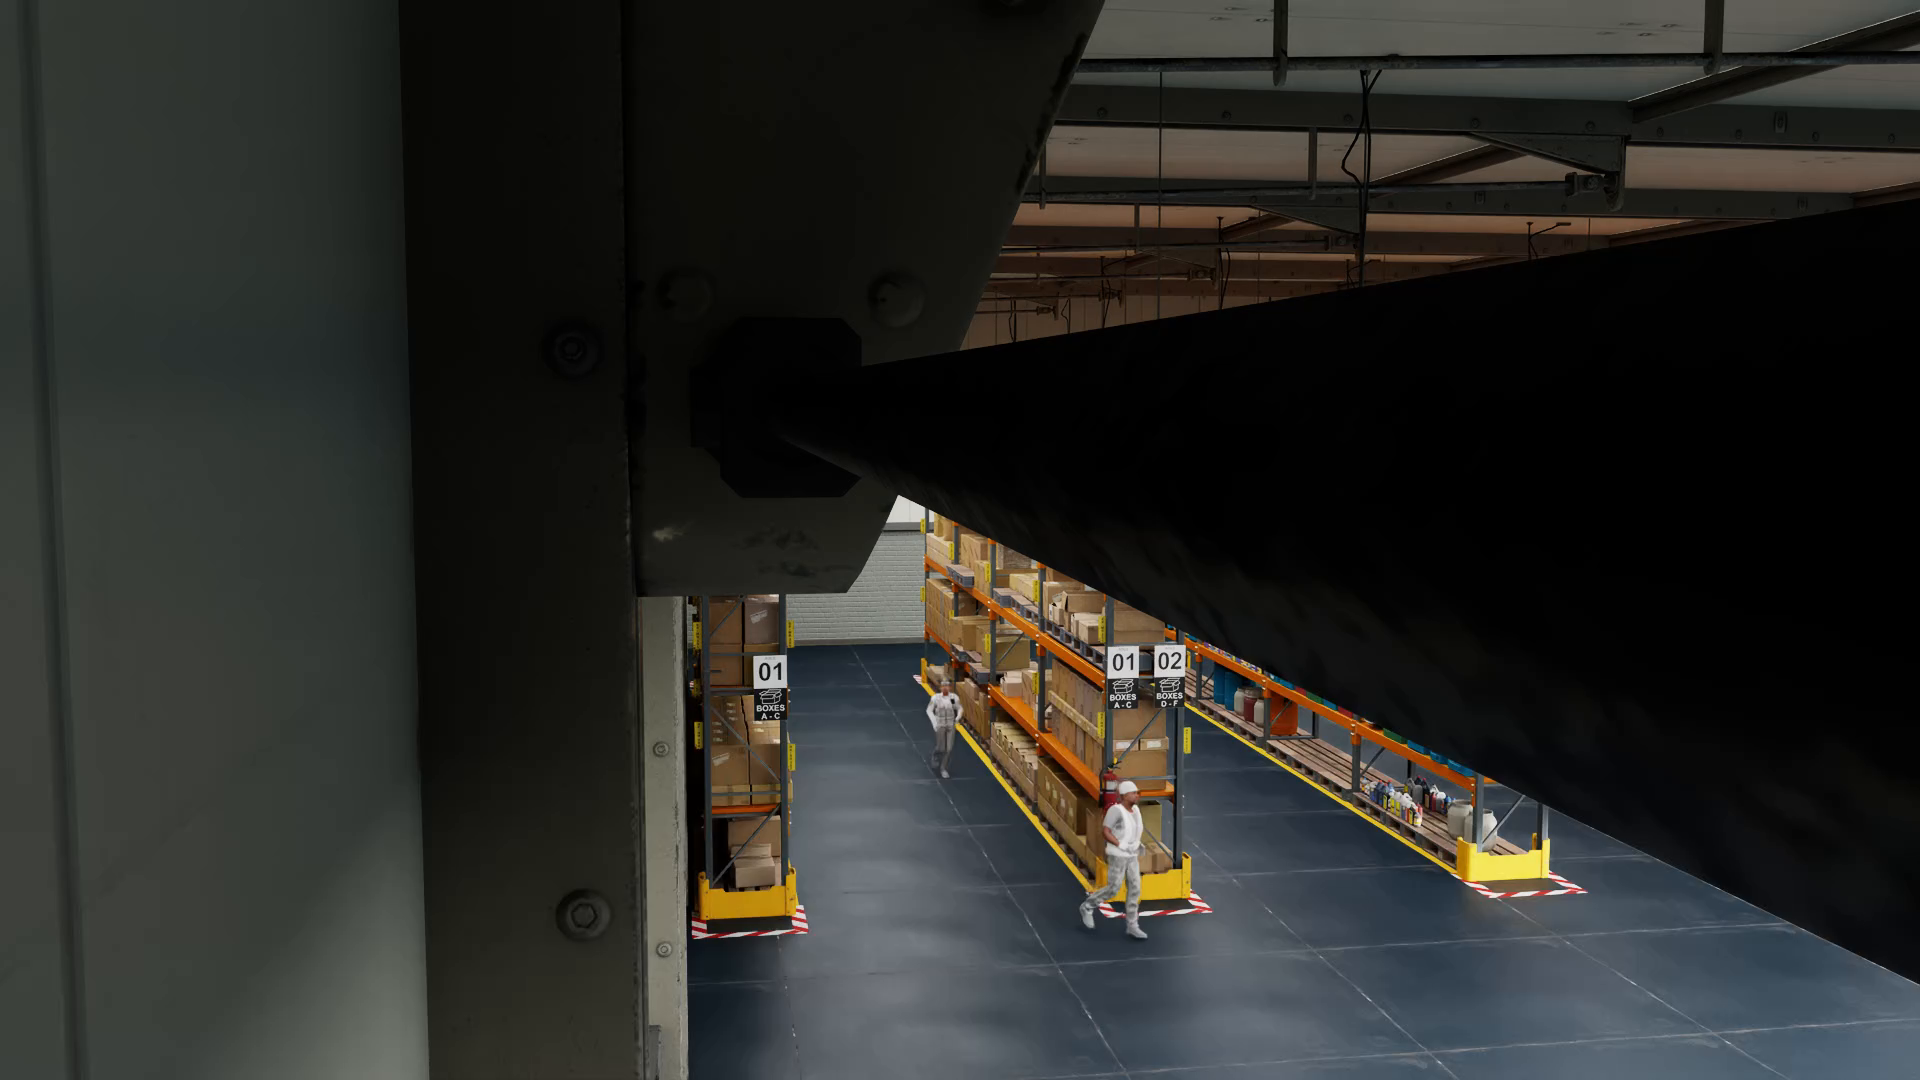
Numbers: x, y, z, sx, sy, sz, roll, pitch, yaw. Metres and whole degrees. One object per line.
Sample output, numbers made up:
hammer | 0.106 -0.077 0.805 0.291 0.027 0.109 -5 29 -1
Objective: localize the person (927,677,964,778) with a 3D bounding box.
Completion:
person | -0.232 3.086 27.579 0.610 1.671 0.587 -1 5 -9

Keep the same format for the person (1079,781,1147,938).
person | 1.949 3.717 19.584 0.848 1.759 0.747 4 6 38
